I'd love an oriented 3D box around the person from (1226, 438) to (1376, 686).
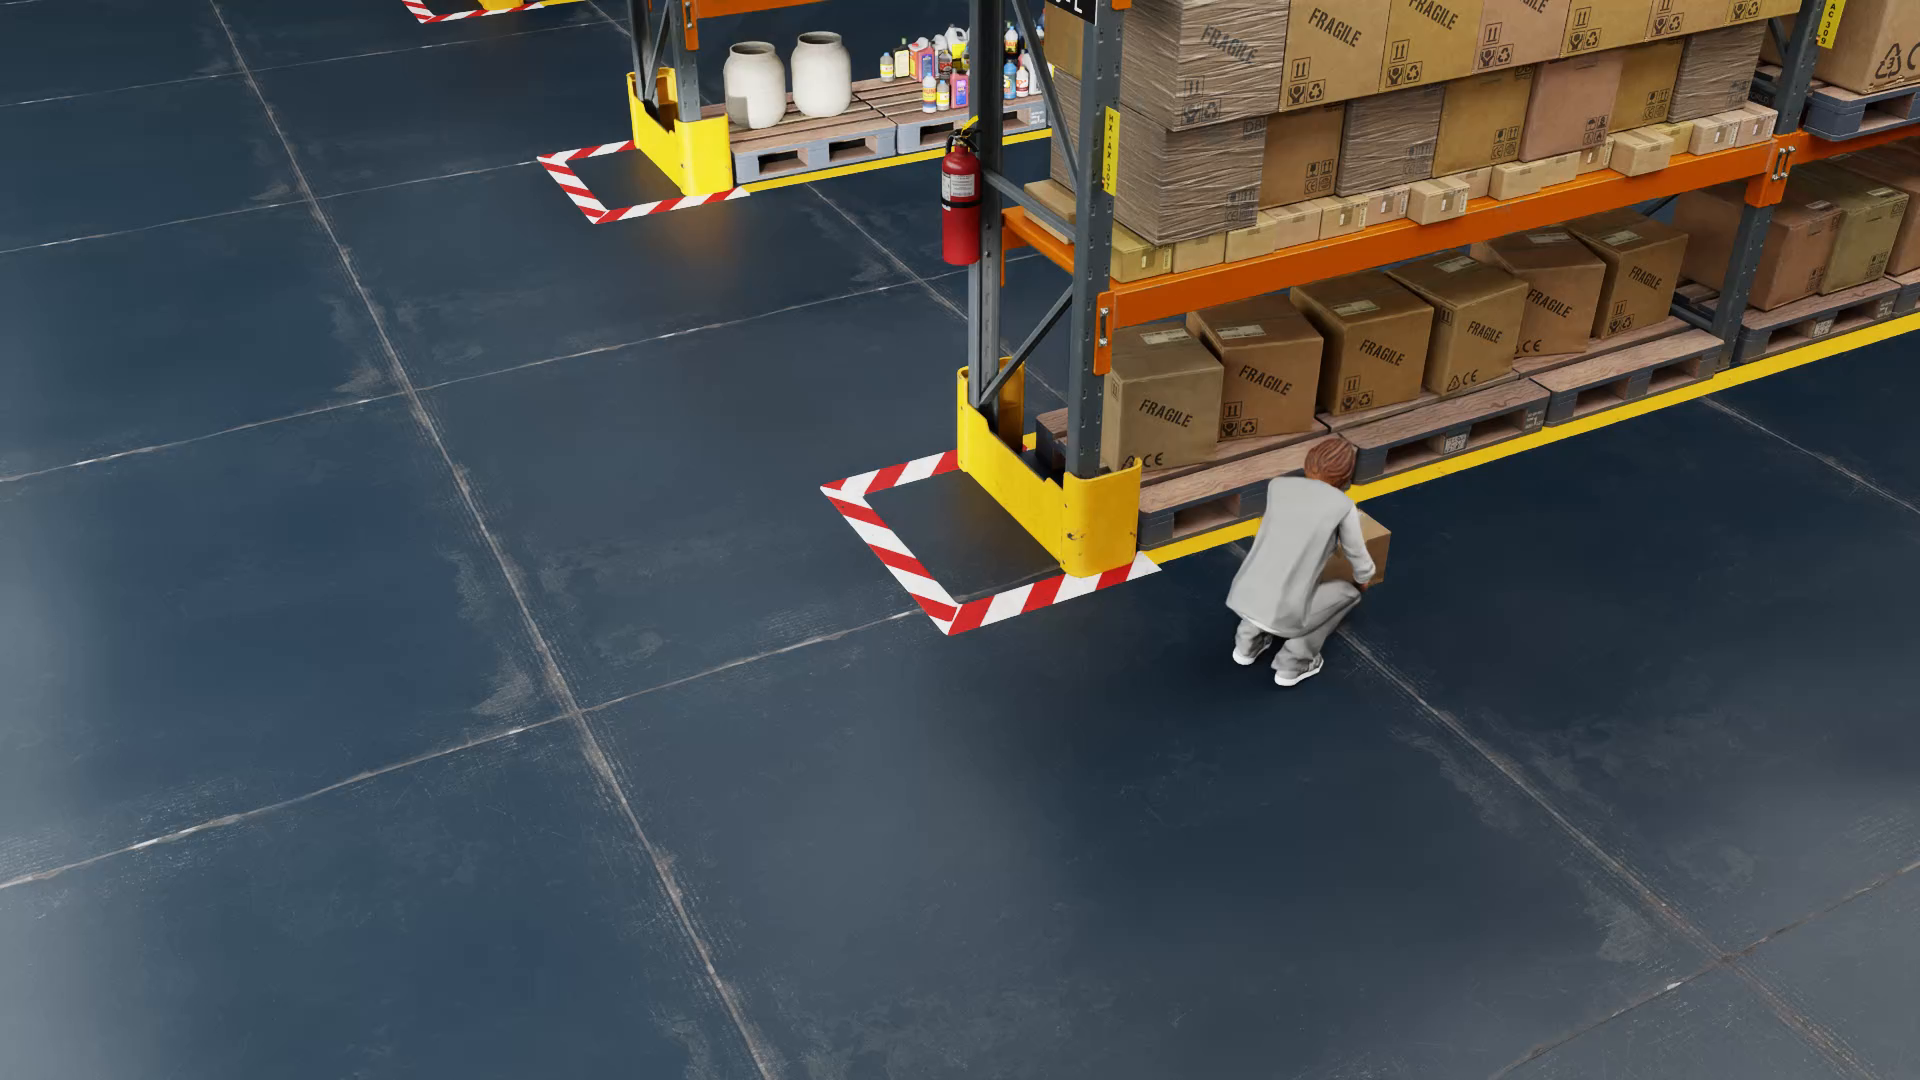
[{"bbox_3d":[1.401,0.085,6.687,0.461,0.870,0.839,27,42,35],"label":"person"}]
